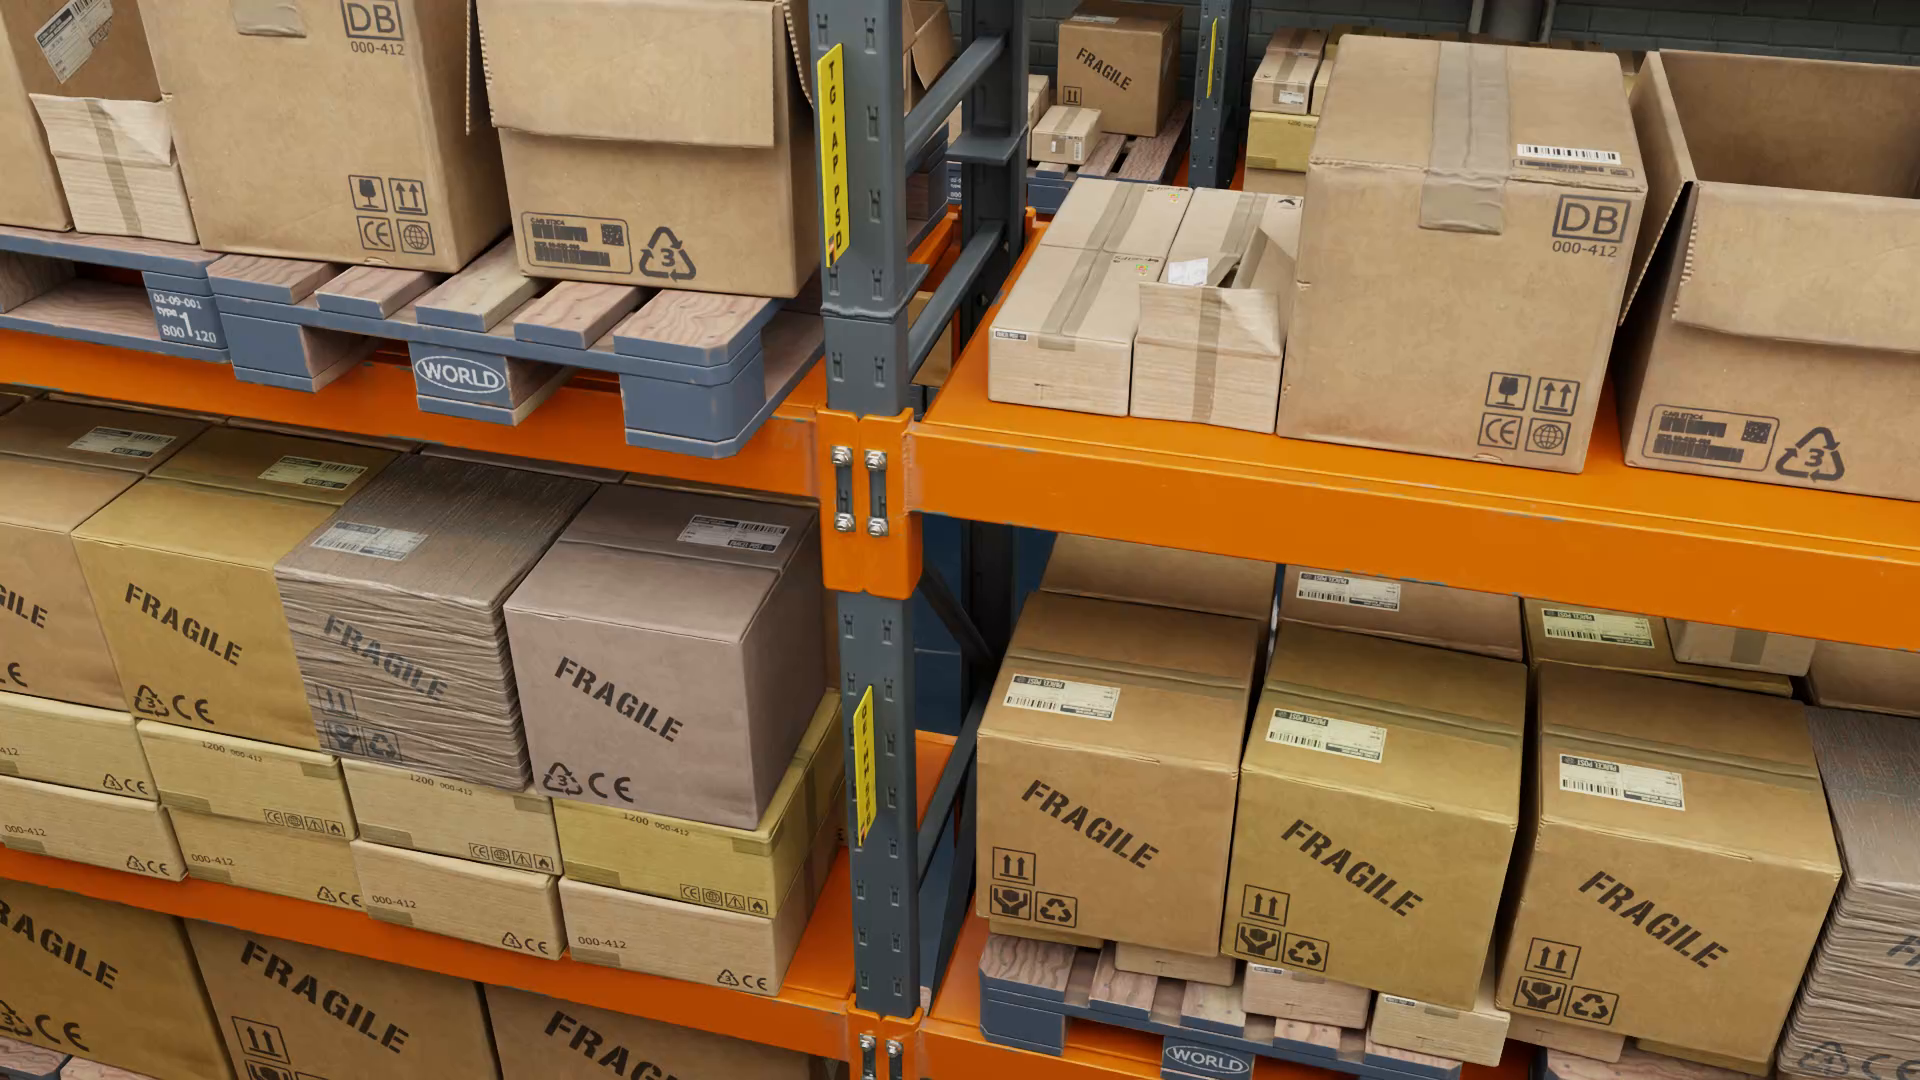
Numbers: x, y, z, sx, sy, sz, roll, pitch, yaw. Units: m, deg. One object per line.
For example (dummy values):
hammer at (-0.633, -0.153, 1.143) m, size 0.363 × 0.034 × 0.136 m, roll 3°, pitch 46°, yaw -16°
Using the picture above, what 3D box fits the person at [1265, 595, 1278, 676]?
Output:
person at (0.987, 0.233, 5.752) m, size 0.507 × 1.822 × 0.597 m, roll 15°, pitch 36°, yaw 22°
